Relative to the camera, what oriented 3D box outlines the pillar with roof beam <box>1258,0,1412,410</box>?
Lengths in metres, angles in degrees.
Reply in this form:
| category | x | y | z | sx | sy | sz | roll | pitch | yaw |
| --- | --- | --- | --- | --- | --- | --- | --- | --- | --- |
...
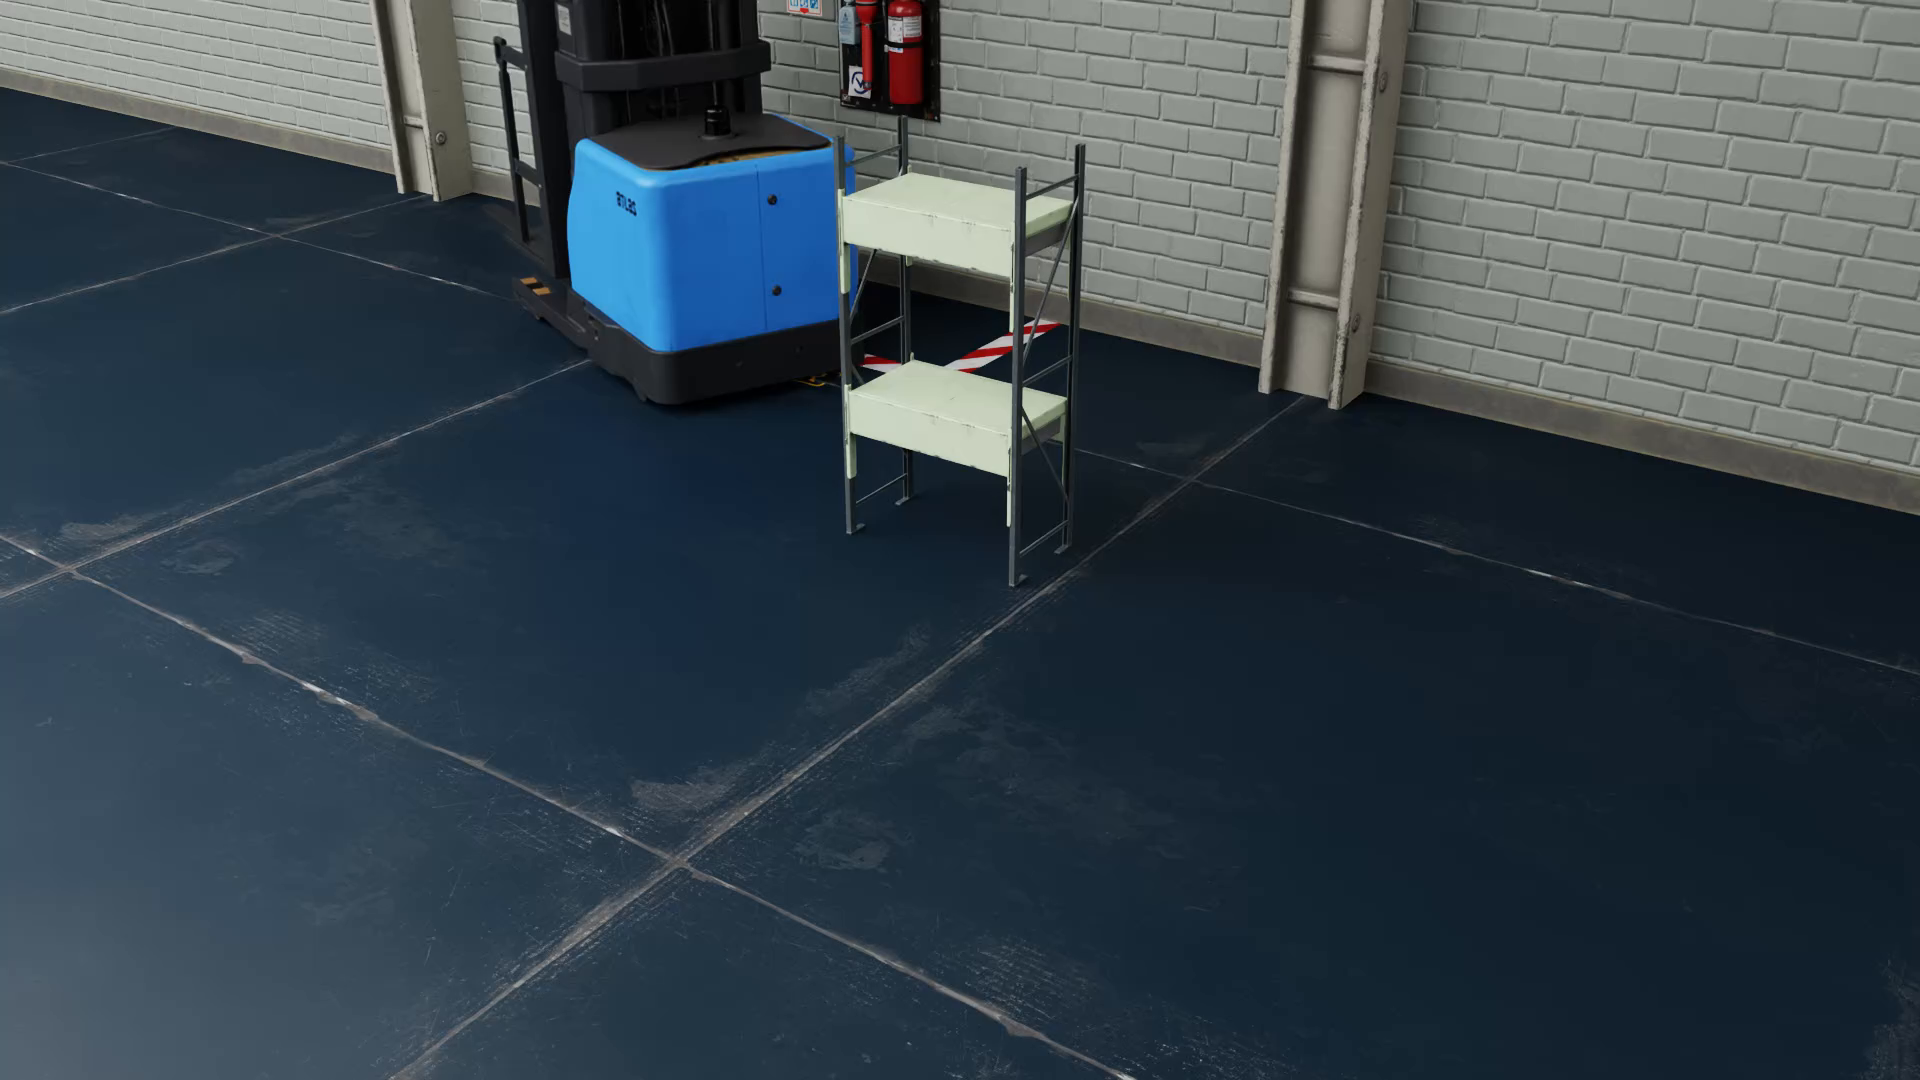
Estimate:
| category | x | y | z | sx | sy | sz | roll | pitch | yaw |
| --- | --- | --- | --- | --- | --- | --- | --- | --- | --- |
| pillar with roof beam | -0.830 | -3.086 | 2.393 | 0.400 | 9.000 | 9.100 | 17 | 32 | 30 |

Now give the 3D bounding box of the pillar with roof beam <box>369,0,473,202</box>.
| category | x | y | z | sx | sy | sz | roll | pitch | yaw |
| --- | --- | --- | --- | --- | --- | --- | --- | --- | --- |
| pillar with roof beam | -5.776 | -4.627 | 5.421 | 0.400 | 9.000 | 9.100 | 17 | 32 | 30 |

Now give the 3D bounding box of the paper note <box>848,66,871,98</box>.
| category | x | y | z | sx | sy | sz | roll | pitch | yaw |
| --- | --- | --- | --- | --- | --- | --- | --- | --- | --- |
| paper note | -0.515 | -2.350 | 8.531 | 0.142 | 0.148 | 0.016 | 17 | 32 | 30 |

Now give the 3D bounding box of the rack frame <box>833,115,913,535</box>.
| category | x | y | z | sx | sy | sz | roll | pitch | yaw |
| --- | --- | --- | --- | --- | --- | --- | --- | --- | --- |
| rack frame | -0.307 | -0.764 | 6.098 | 0.023 | 1.500 | 0.400 | 17 | 32 | 30 |

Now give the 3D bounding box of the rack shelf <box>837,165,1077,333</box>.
| category | x | y | z | sx | sy | sz | roll | pitch | yaw |
| --- | --- | --- | --- | --- | --- | --- | --- | --- | --- |
| rack shelf | -0.006 | -1.018 | 5.736 | 0.720 | 0.370 | 0.431 | 17 | 32 | 30 |

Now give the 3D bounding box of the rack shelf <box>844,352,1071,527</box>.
| category | x | y | z | sx | sy | sz | roll | pitch | yaw |
| --- | --- | --- | --- | --- | --- | --- | --- | --- | --- |
| rack shelf | -0.006 | -0.380 | 6.061 | 0.720 | 0.370 | 0.431 | 17 | 32 | 30 |

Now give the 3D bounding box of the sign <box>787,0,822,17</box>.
| category | x | y | z | sx | sy | sz | roll | pitch | yaw |
| --- | --- | --- | --- | --- | --- | --- | --- | --- | --- |
| sign | -0.805 | -2.867 | 8.538 | 0.234 | 0.329 | 0.001 | 17 | 32 | 30 |

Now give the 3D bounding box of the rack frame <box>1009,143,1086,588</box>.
| category | x | y | z | sx | sy | sz | roll | pitch | yaw |
| --- | --- | --- | --- | --- | --- | --- | --- | --- | --- |
| rack frame | 0.296 | -0.576 | 5.729 | 0.023 | 1.500 | 0.400 | 17 | 32 | 30 |

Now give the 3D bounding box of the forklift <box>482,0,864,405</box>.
| category | x | y | z | sx | sy | sz | roll | pitch | yaw |
| --- | --- | --- | --- | --- | --- | --- | --- | --- | --- |
| forklift | -1.651 | -2.521 | 7.973 | 1.130 | 2.935 | 3.031 | -16 | 31 | -28 |

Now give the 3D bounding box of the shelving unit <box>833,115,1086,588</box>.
| category | x | y | z | sx | sy | sz | roll | pitch | yaw |
| --- | --- | --- | --- | --- | --- | --- | --- | --- | --- |
| shelving unit | -0.006 | -0.670 | 5.913 | 0.755 | 1.500 | 0.431 | 17 | 32 | 30 |

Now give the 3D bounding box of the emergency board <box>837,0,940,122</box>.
| category | x | y | z | sx | sy | sz | roll | pitch | yaw |
| --- | --- | --- | --- | --- | --- | --- | --- | --- | --- |
| emergency board | -0.408 | -2.671 | 8.191 | 0.643 | 1.169 | 0.194 | 17 | 32 | 30 |
